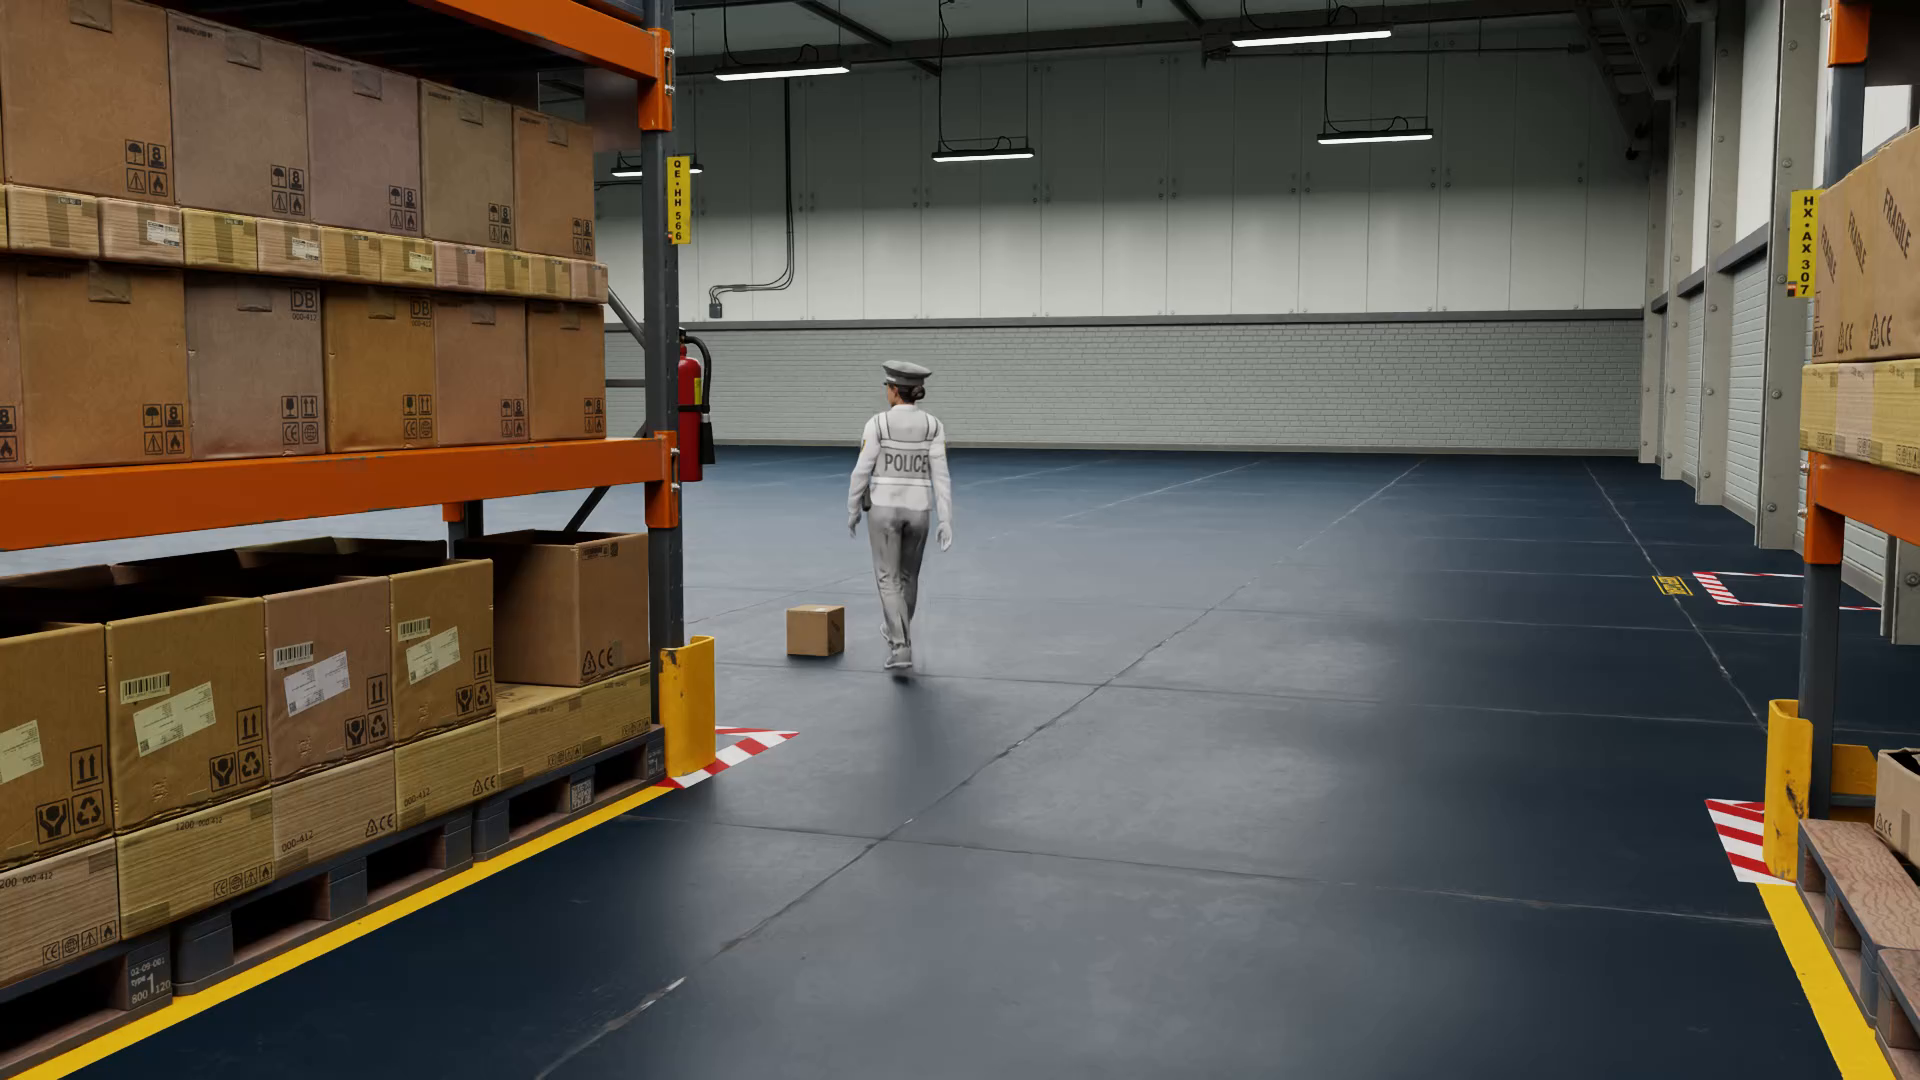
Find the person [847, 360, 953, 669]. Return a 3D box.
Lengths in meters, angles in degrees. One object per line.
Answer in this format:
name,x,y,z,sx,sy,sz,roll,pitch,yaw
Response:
person,-0.360,-0.156,8.905,0.514,1.607,1.013,-2,6,-23
